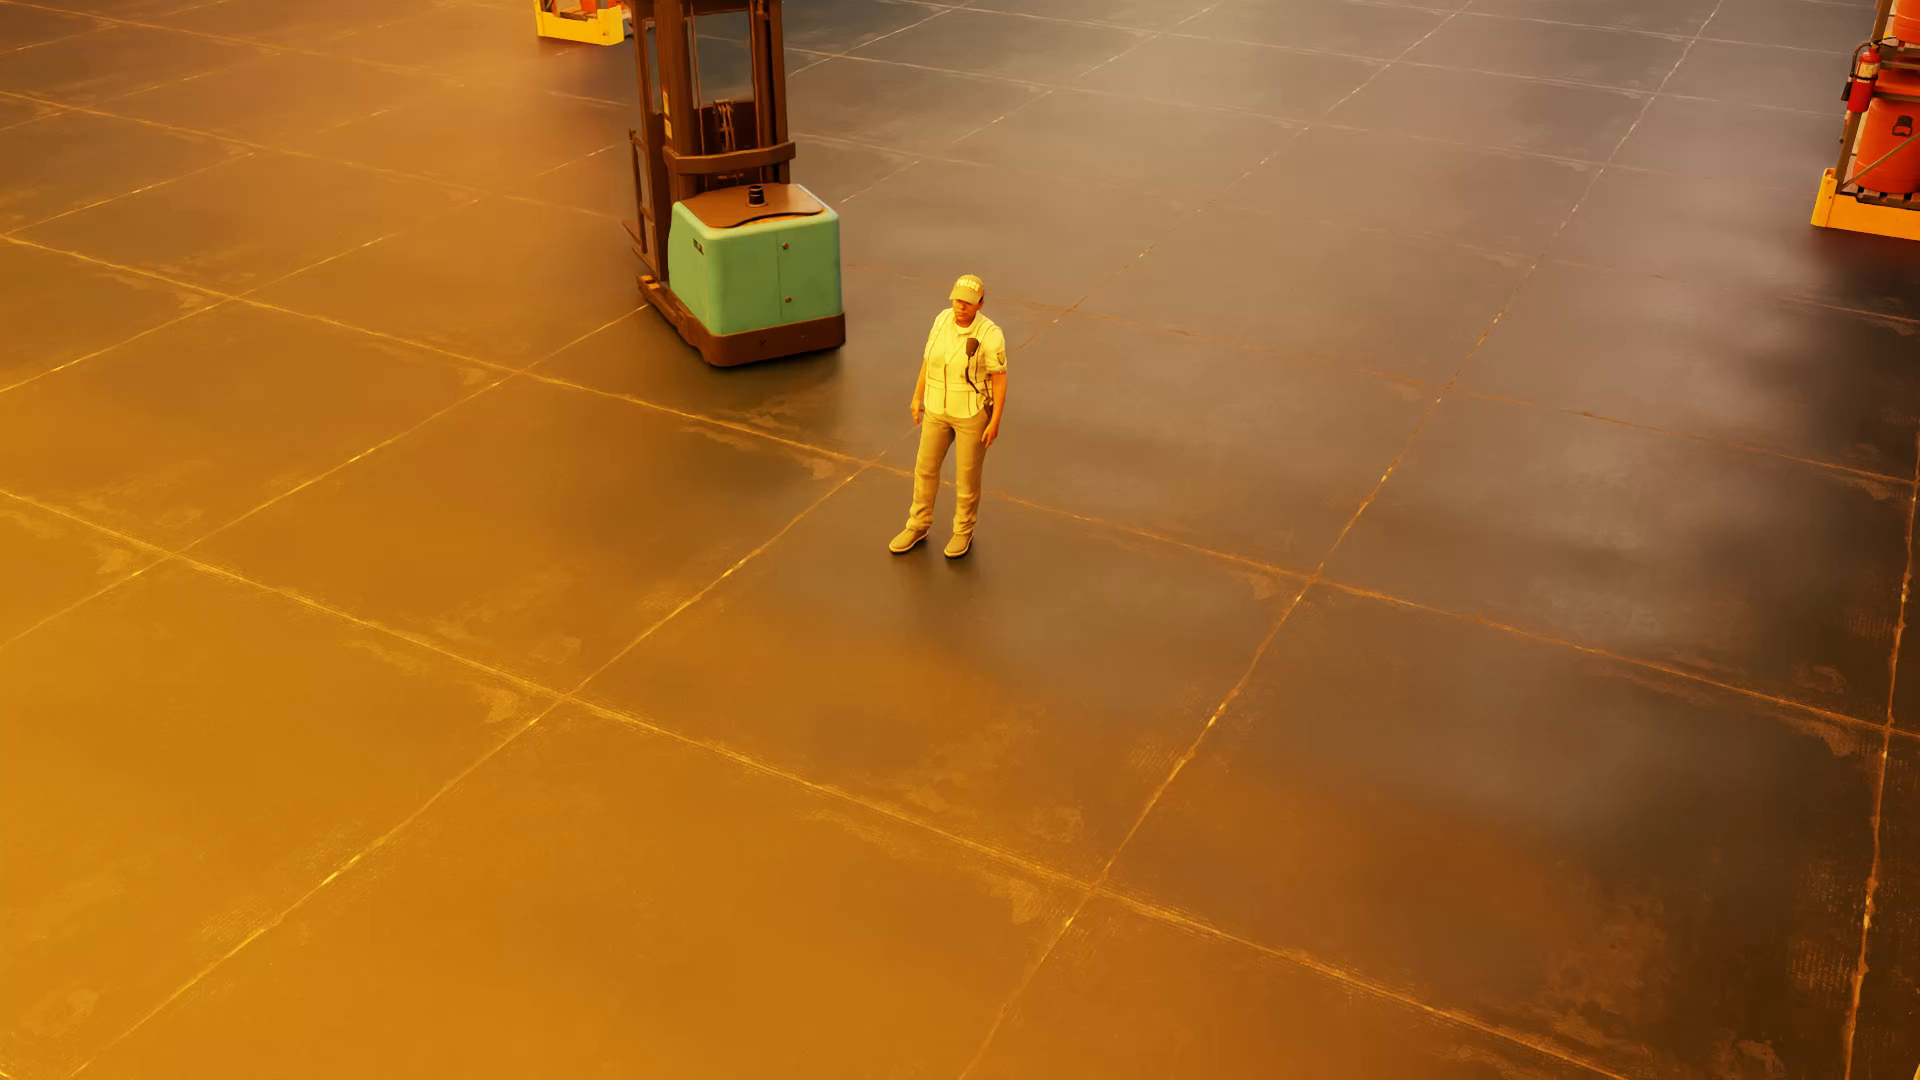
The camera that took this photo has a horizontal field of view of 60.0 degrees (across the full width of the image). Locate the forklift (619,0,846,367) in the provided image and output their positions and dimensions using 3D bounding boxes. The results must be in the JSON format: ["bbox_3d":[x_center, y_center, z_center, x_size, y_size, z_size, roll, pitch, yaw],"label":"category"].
[{"bbox_3d":[-1.953,-3.236,12.677,1.130,2.935,3.031,-14,33,-22],"label":"forklift"}]

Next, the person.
[{"bbox_3d":[-0.057,-0.701,9.534,0.598,1.670,0.529,15,33,25],"label":"person"}]
